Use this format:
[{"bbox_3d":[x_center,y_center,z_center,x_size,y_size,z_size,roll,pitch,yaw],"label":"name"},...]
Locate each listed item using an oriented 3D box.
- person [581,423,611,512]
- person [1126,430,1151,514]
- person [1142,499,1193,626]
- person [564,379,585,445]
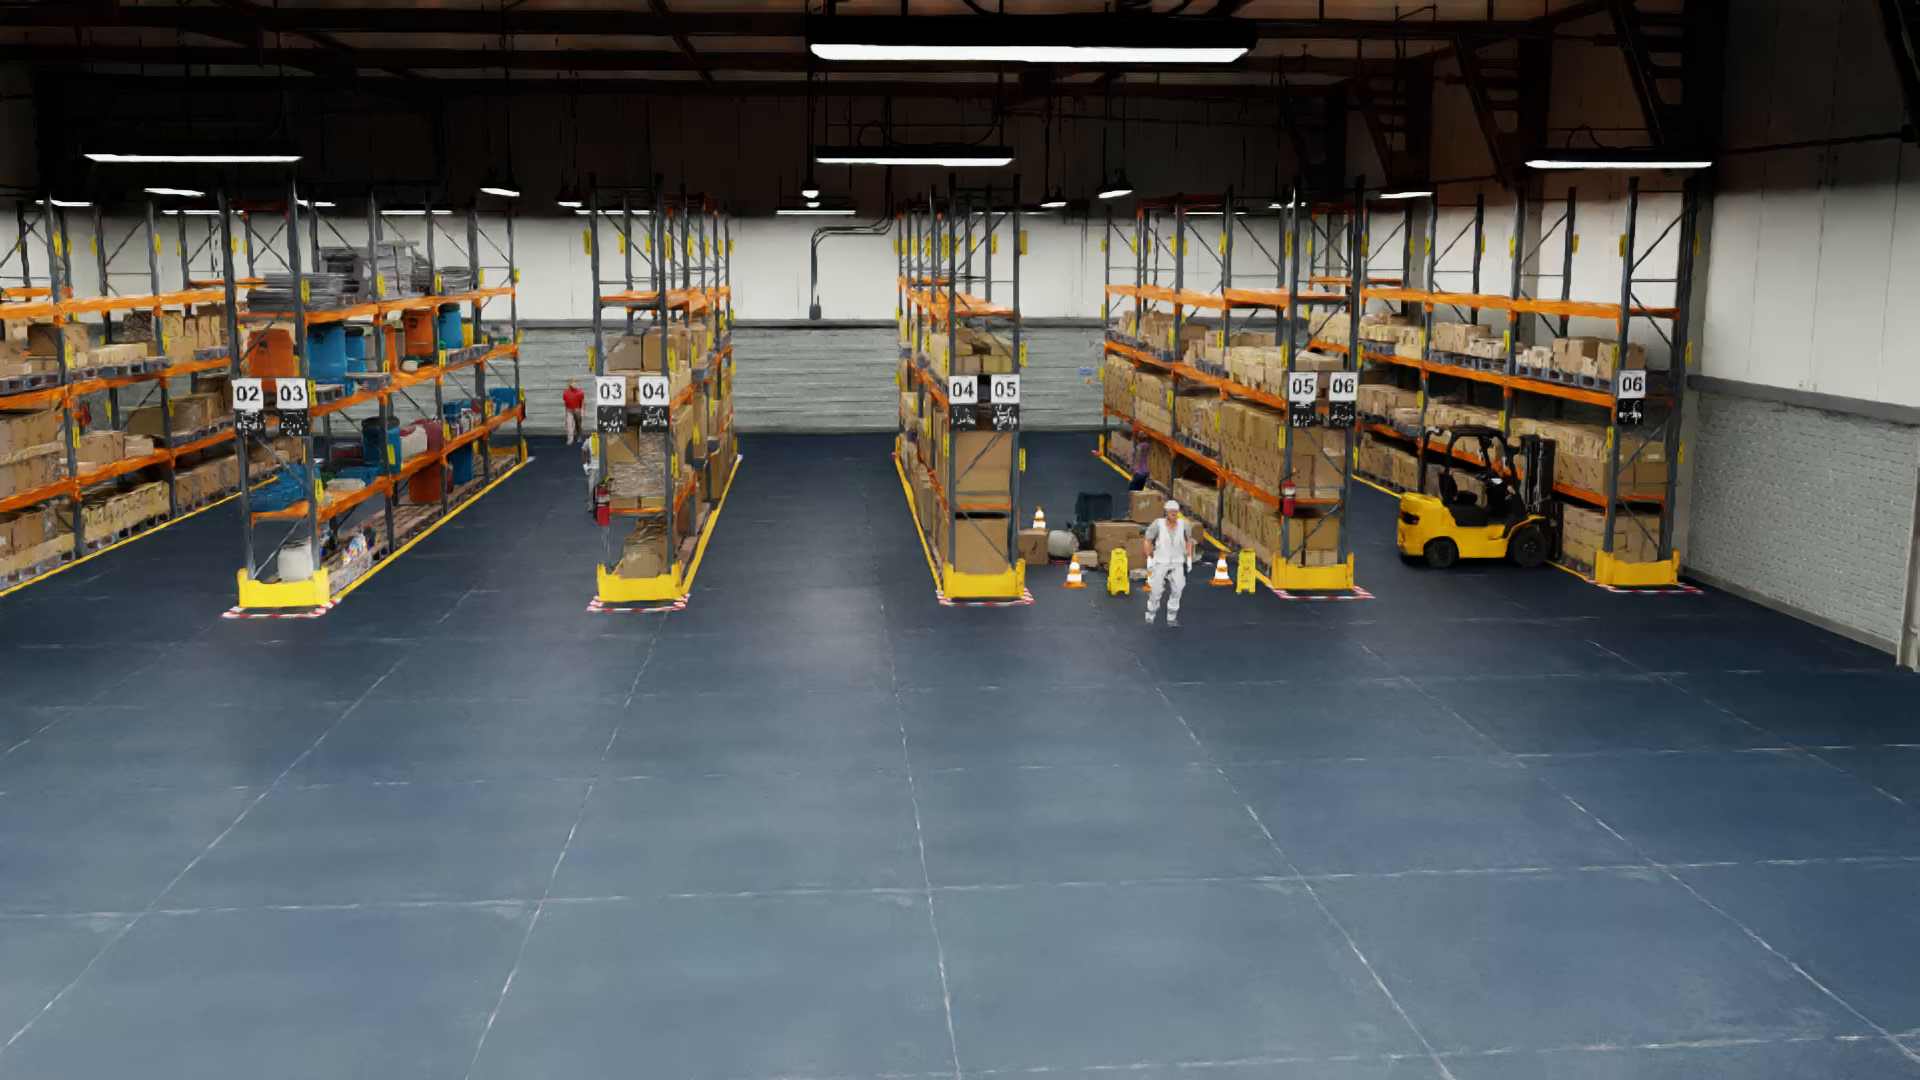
[{"bbox_3d":[-6.812,-1.367,31.499,0.702,1.735,0.548,-1,10,-6],"label":"person"},{"bbox_3d":[3.259,-1.215,30.192,0.519,1.578,0.536,4,11,21],"label":"person"},{"bbox_3d":[2.753,0.309,21.999,0.677,1.741,0.551,-1,10,-6],"label":"person"},{"bbox_3d":[-9.853,-3.290,42.502,0.556,1.666,1.030,-1,10,-6],"label":"person"}]
